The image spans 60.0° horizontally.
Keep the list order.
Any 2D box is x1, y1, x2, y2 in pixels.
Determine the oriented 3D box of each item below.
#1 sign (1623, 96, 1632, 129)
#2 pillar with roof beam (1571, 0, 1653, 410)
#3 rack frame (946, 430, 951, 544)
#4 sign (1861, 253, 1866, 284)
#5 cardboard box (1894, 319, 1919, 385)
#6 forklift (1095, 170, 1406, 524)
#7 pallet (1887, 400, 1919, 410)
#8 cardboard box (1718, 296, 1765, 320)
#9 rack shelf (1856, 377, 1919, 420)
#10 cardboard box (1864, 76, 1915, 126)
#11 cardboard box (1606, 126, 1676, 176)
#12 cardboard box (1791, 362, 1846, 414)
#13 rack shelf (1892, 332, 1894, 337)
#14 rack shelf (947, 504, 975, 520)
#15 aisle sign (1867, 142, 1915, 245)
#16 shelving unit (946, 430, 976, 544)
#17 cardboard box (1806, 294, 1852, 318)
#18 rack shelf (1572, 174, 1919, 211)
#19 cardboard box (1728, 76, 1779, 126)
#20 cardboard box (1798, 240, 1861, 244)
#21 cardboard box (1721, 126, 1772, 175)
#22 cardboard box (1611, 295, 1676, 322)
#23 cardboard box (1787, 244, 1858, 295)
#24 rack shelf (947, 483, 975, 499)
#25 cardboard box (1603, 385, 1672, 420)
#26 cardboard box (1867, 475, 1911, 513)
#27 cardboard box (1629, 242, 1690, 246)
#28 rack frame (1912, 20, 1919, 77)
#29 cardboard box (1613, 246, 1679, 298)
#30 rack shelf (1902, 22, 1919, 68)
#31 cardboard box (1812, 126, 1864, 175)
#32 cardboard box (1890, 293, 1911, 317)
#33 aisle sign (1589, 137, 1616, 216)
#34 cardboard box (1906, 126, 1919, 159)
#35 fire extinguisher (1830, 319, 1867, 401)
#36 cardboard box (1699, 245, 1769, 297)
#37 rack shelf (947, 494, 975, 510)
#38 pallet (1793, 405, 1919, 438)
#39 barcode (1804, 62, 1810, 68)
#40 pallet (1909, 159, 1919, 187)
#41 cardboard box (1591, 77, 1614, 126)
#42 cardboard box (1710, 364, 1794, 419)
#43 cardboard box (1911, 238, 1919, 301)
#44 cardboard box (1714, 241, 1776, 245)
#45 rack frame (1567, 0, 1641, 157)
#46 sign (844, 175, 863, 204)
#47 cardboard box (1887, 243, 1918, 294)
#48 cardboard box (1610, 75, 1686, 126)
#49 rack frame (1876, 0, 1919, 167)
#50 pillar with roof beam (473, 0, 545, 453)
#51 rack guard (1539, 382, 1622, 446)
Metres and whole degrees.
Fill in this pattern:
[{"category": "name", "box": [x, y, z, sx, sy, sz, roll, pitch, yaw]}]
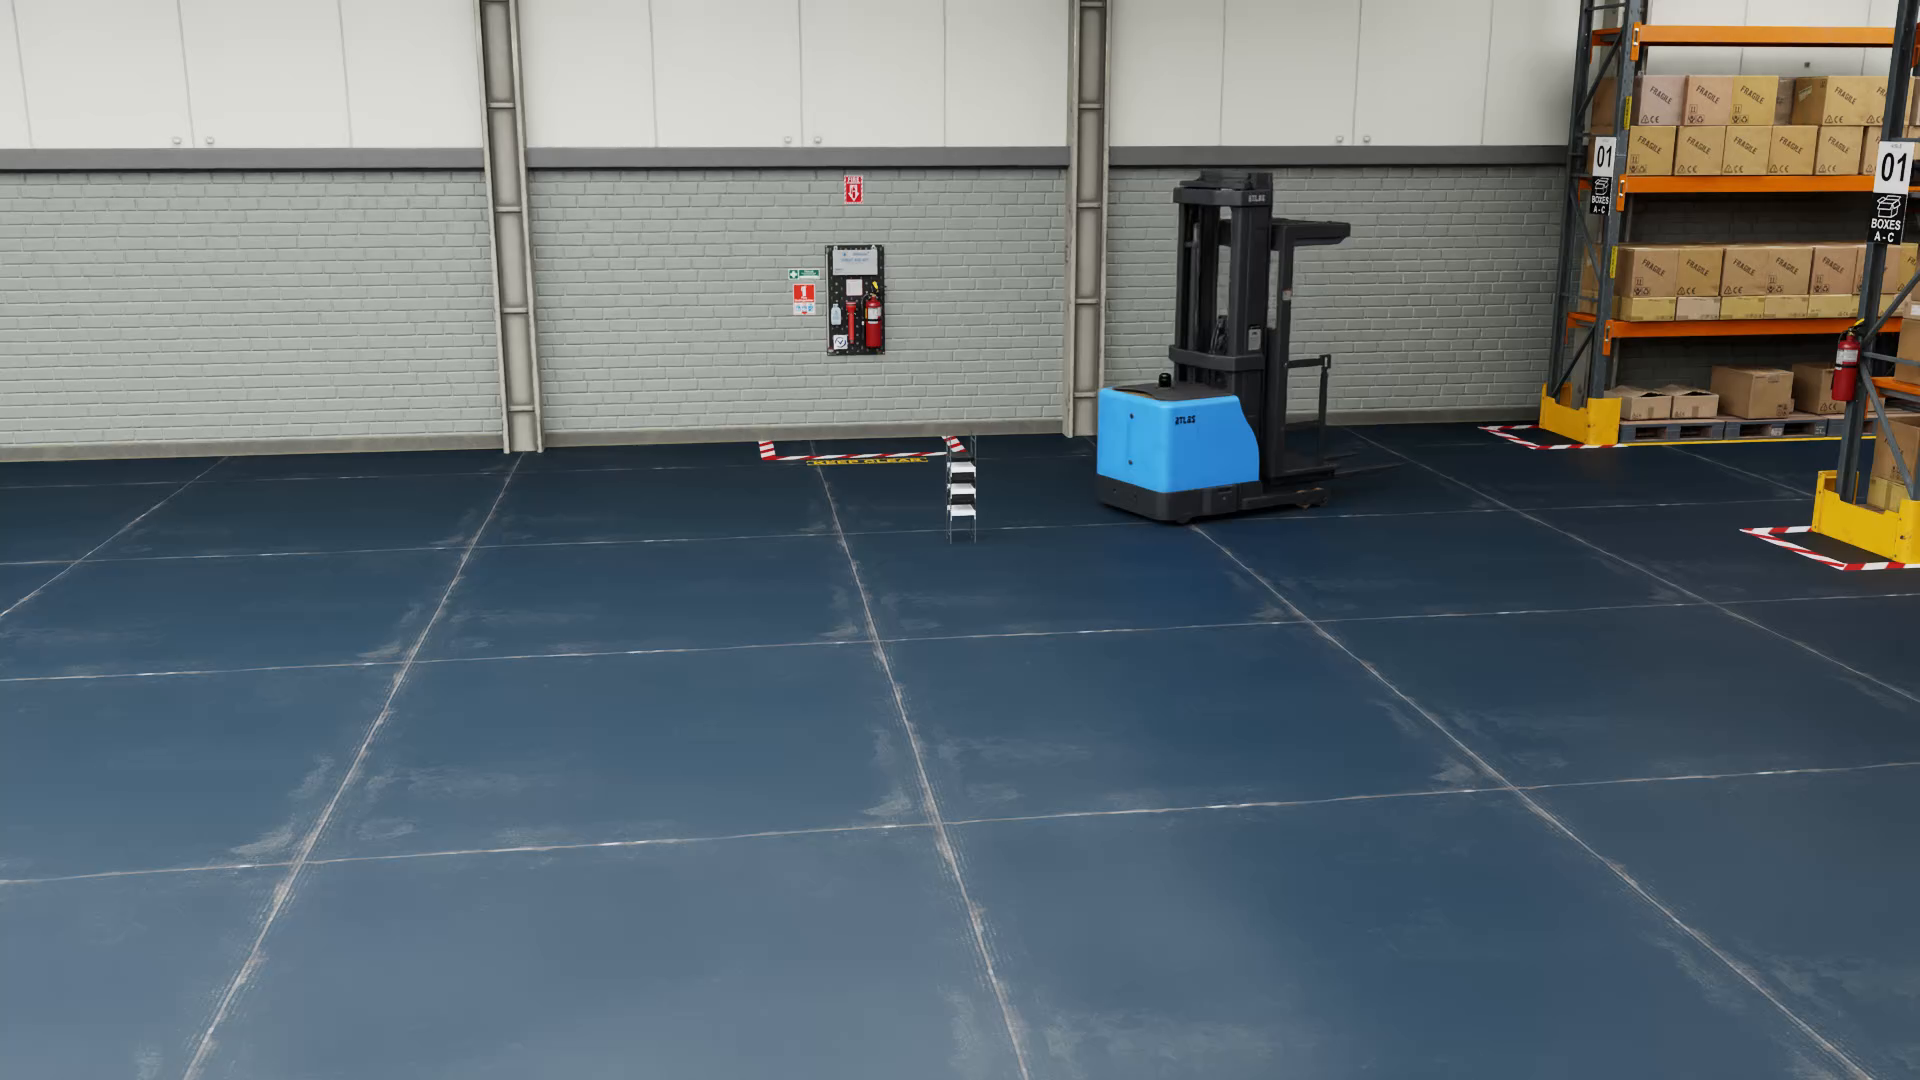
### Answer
[{"category": "sign", "box": [6.803, -4.353, 16.951, 0.005, 0.325, 0.100, -2, 14, -8]}, {"category": "pillar with roof beam", "box": [7.927, -4.713, 14.015, 0.400, 9.000, 9.100, -2, 14, -8]}, {"category": "rack frame", "box": [-0.093, -0.433, 13.599, 0.006, 0.900, 0.240, -2, 14, -8]}, {"category": "sign", "box": [7.397, -2.221, 13.545, 0.005, 0.325, 0.100, -2, 14, -8]}, {"category": "cardboard box", "box": [7.928, -1.476, 13.235, 0.500, 0.500, 0.700, -2, 14, -8]}, {"category": "forklift", "box": [2.737, -1.804, 14.889, 3.031, 2.935, 1.130, -8, 16, -30]}, {"category": "pallet", "box": [11.447, -1.426, 18.974, 1.213, 0.211, 1.003, -2, 14, -8]}, {"category": "cardboard box", "box": [8.268, -2.523, 17.881, 0.500, 0.250, 0.500, -2, 14, -9]}, {"category": "rack shelf", "box": [9.442, -1.137, 13.568, 4.000, 0.370, 1.077, -2, 14, -8]}, {"category": "cardboard box", "box": [9.679, -4.642, 17.597, 0.500, 0.500, 0.500, -1, 14, -5]}, {"category": "cardboard box", "box": [7.090, -4.070, 17.372, 0.500, 0.500, 0.500, -2, 14, -7]}, {"category": "cardboard box", "box": [9.657, -1.704, 18.583, 0.500, 0.500, 0.500, -3, 14, -13]}, {"category": "rack shelf", "box": [12.655, -2.473, 18.897, 4.000, 0.370, 1.077, -2, 14, -8]}, {"category": "rack shelf", "box": [0.008, -0.230, 13.665, 0.200, 0.077, 0.258, -2, 14, -8]}, {"category": "aisle sign", "box": [7.355, -2.743, 13.148, 0.004, 0.787, 0.394, -2, 14, -8]}, {"category": "shelving unit", "box": [0.008, -0.437, 13.614, 0.210, 0.900, 0.258, -2, 14, -8]}, {"category": "cardboard box", "box": [9.266, -2.559, 18.026, 0.500, 0.250, 0.500, -2, 14, -9]}, {"category": "rack shelf", "box": [8.700, -3.783, 17.954, 4.000, 0.370, 1.077, -2, 14, -8]}, {"category": "cardboard box", "box": [8.148, -4.586, 17.373, 0.500, 0.500, 0.500, -2, 14, -7]}, {"category": "cardboard box", "box": [9.670, -3.066, 18.506, 0.500, 0.500, 0.500, -2, 14, -9]}, {"category": "cardboard box", "box": [8.139, -4.101, 17.494, 0.500, 0.500, 0.500, -1, 14, -6]}, {"category": "cardboard box", "box": [7.252, -2.483, 17.724, 0.500, 0.250, 0.500, -3, 14, -10]}, {"category": "cardboard box", "box": [9.264, -2.924, 17.940, 0.500, 0.500, 0.500, -3, 14, -10]}, {"category": "rack shelf", "box": [0.008, -0.404, 13.622, 0.200, 0.077, 0.258, -2, 14, -8]}, {"category": "cardboard box", "box": [7.420, -1.518, 18.230, 0.500, 0.311, 0.500, -4, 15, -15]}, {"category": "cardboard box", "box": [7.950, -0.374, 13.836, 0.500, 0.250, 0.500, -2, 14, -8]}, {"category": "cardboard box", "box": [7.656, -2.990, 18.202, 0.500, 0.500, 0.500, -2, 14, -8]}, {"category": "rack frame", "box": [10.678, -5.660, 17.791, 0.127, 3.000, 1.000, -2, 14, -8]}, {"category": "cardboard box", "box": [7.239, -2.851, 17.648, 0.500, 0.500, 0.500, -2, 14, -8]}, {"category": "rack shelf", "box": [9.442, -3.853, 12.887, 4.000, 0.370, 1.077, -2, 14, -8]}, {"category": "cardboard box", "box": [9.171, -4.141, 17.654, 0.500, 0.500, 0.500, -3, 14, -11]}, {"category": "cardboard box", "box": [10.254, -2.597, 18.177, 0.500, 0.250, 0.500, -2, 14, -8]}, {"category": "aisle sign", "box": [6.696, -3.791, 17.328, 0.004, 0.787, 0.394, -2, 14, -8]}, {"category": "cardboard box", "box": [10.213, -4.185, 17.831, 0.500, 0.500, 0.500, -2, 14, -7]}, {"category": "fire extinguisher", "box": [7.278, -1.483, 13.630, 0.183, 0.674, 0.296, -2, 14, -8]}, {"category": "cardboard box", "box": [8.241, -2.883, 17.778, 0.500, 0.500, 0.500, -3, 14, -10]}, {"category": "rack shelf", "box": [0.008, -0.317, 13.644, 0.200, 0.077, 0.258, -2, 14, -8]}, {"category": "pallet", "box": [10.019, -1.365, 18.729, 1.213, 0.211, 1.003, -2, 14, -8]}, {"category": "barcode", "box": [9.239, -5.179, 18.136, 0.075, 0.075, 0.001, -2, 14, -8]}, {"category": "pallet", "box": [8.167, -2.845, 12.915, 1.213, 0.211, 1.003, -2, 14, -8]}, {"category": "cardboard box", "box": [7.110, -4.682, 17.755, 0.500, 0.500, 0.500, -1, 14, -6]}, {"category": "cardboard box", "box": [8.716, -1.645, 18.347, 0.500, 0.500, 0.700, -3, 14, -12]}, {"category": "cardboard box", "box": [7.980, -2.107, 13.085, 0.500, 0.500, 0.700, -2, 14, -8]}, {"category": "cardboard box", "box": [8.664, -3.028, 18.354, 0.500, 0.500, 0.500, -2, 14, -8]}, {"category": "rack frame", "box": [6.722, -5.515, 17.213, 0.127, 3.000, 1.000, -2, 14, -8]}, {"category": "sign", "box": [-1.120, -3.689, 17.498, 0.199, 0.298, 0.001, -2, 14, -8]}, {"category": "cardboard box", "box": [10.256, -2.959, 18.080, 0.500, 0.500, 0.500, -2, 14, -8]}, {"category": "cardboard box", "box": [7.139, -4.559, 17.264, 0.500, 0.500, 0.500, -3, 14, -12]}, {"category": "rack frame", "box": [7.464, -4.323, 12.462, 0.127, 3.000, 1.000, -2, 14, -8]}, {"category": "pillar with roof beam", "box": [-3.939, -4.278, 12.281, 0.400, 9.000, 9.100, -2, 14, -8]}, {"category": "rack guard", "box": [6.797, -1.395, 18.258, 0.348, 0.500, 1.175, -2, 14, -8]}]
